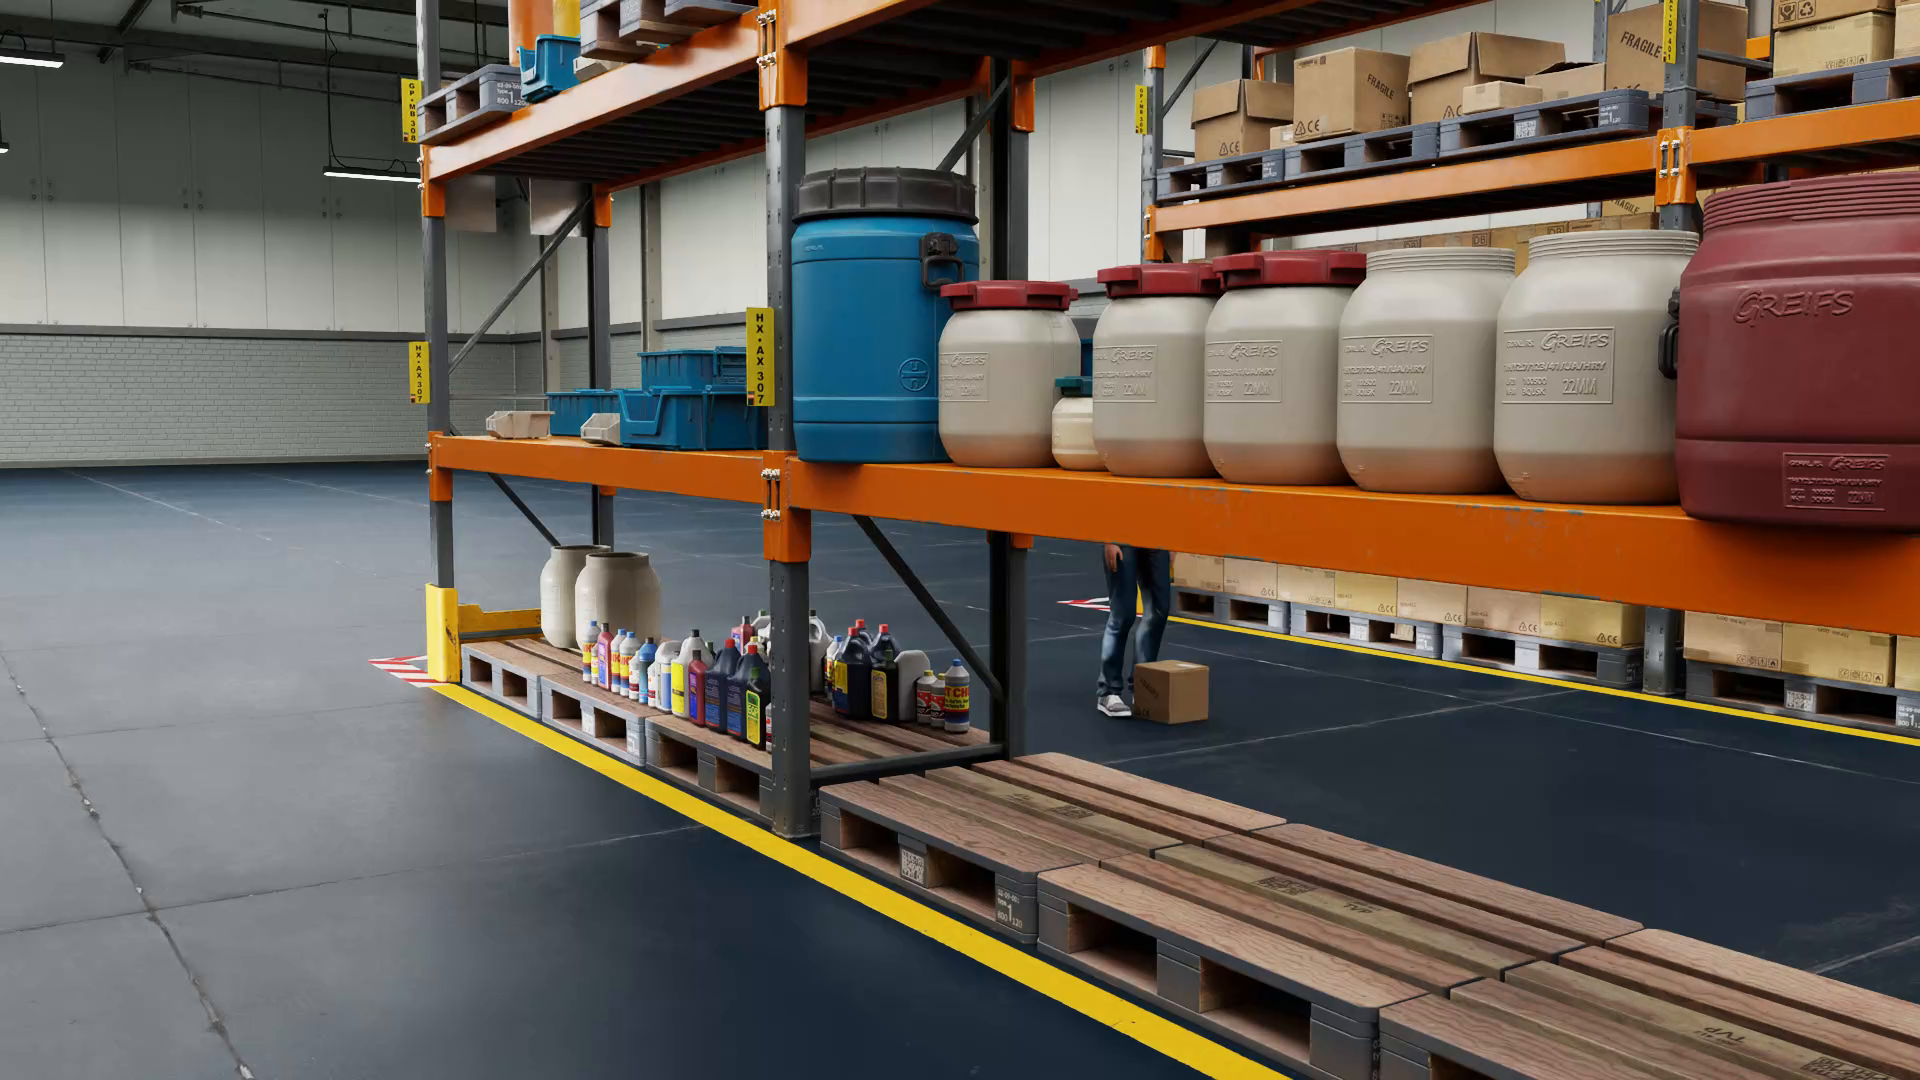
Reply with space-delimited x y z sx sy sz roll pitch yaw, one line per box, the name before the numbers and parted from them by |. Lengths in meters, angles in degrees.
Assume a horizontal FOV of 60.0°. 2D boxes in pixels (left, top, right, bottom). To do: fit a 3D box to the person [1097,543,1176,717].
person | 0.853 0.030 7.961 0.471 1.592 0.348 -4 6 -36
